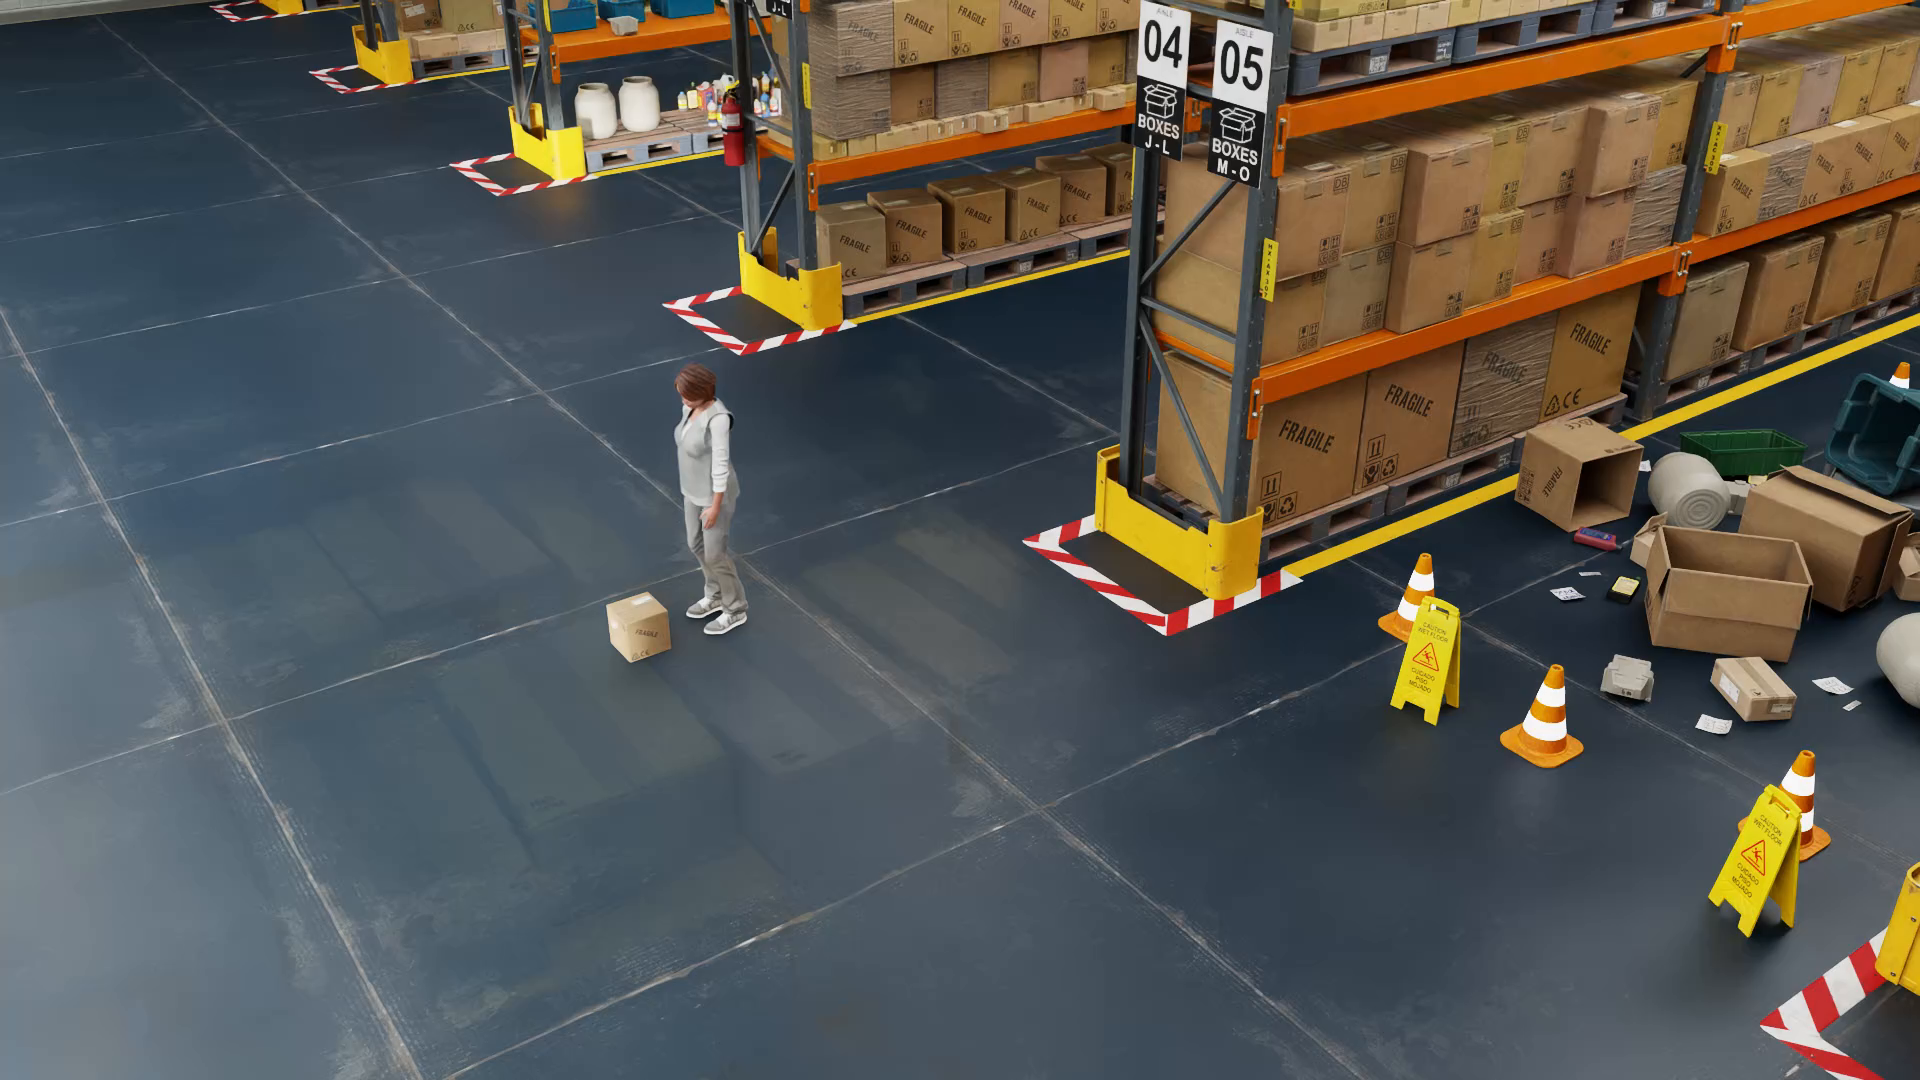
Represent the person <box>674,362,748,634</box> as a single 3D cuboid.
[{"bbox_3d":[-1.356,-0.225,9.071,0.300,1.576,0.409,-18,34,-29],"label":"person"}]
